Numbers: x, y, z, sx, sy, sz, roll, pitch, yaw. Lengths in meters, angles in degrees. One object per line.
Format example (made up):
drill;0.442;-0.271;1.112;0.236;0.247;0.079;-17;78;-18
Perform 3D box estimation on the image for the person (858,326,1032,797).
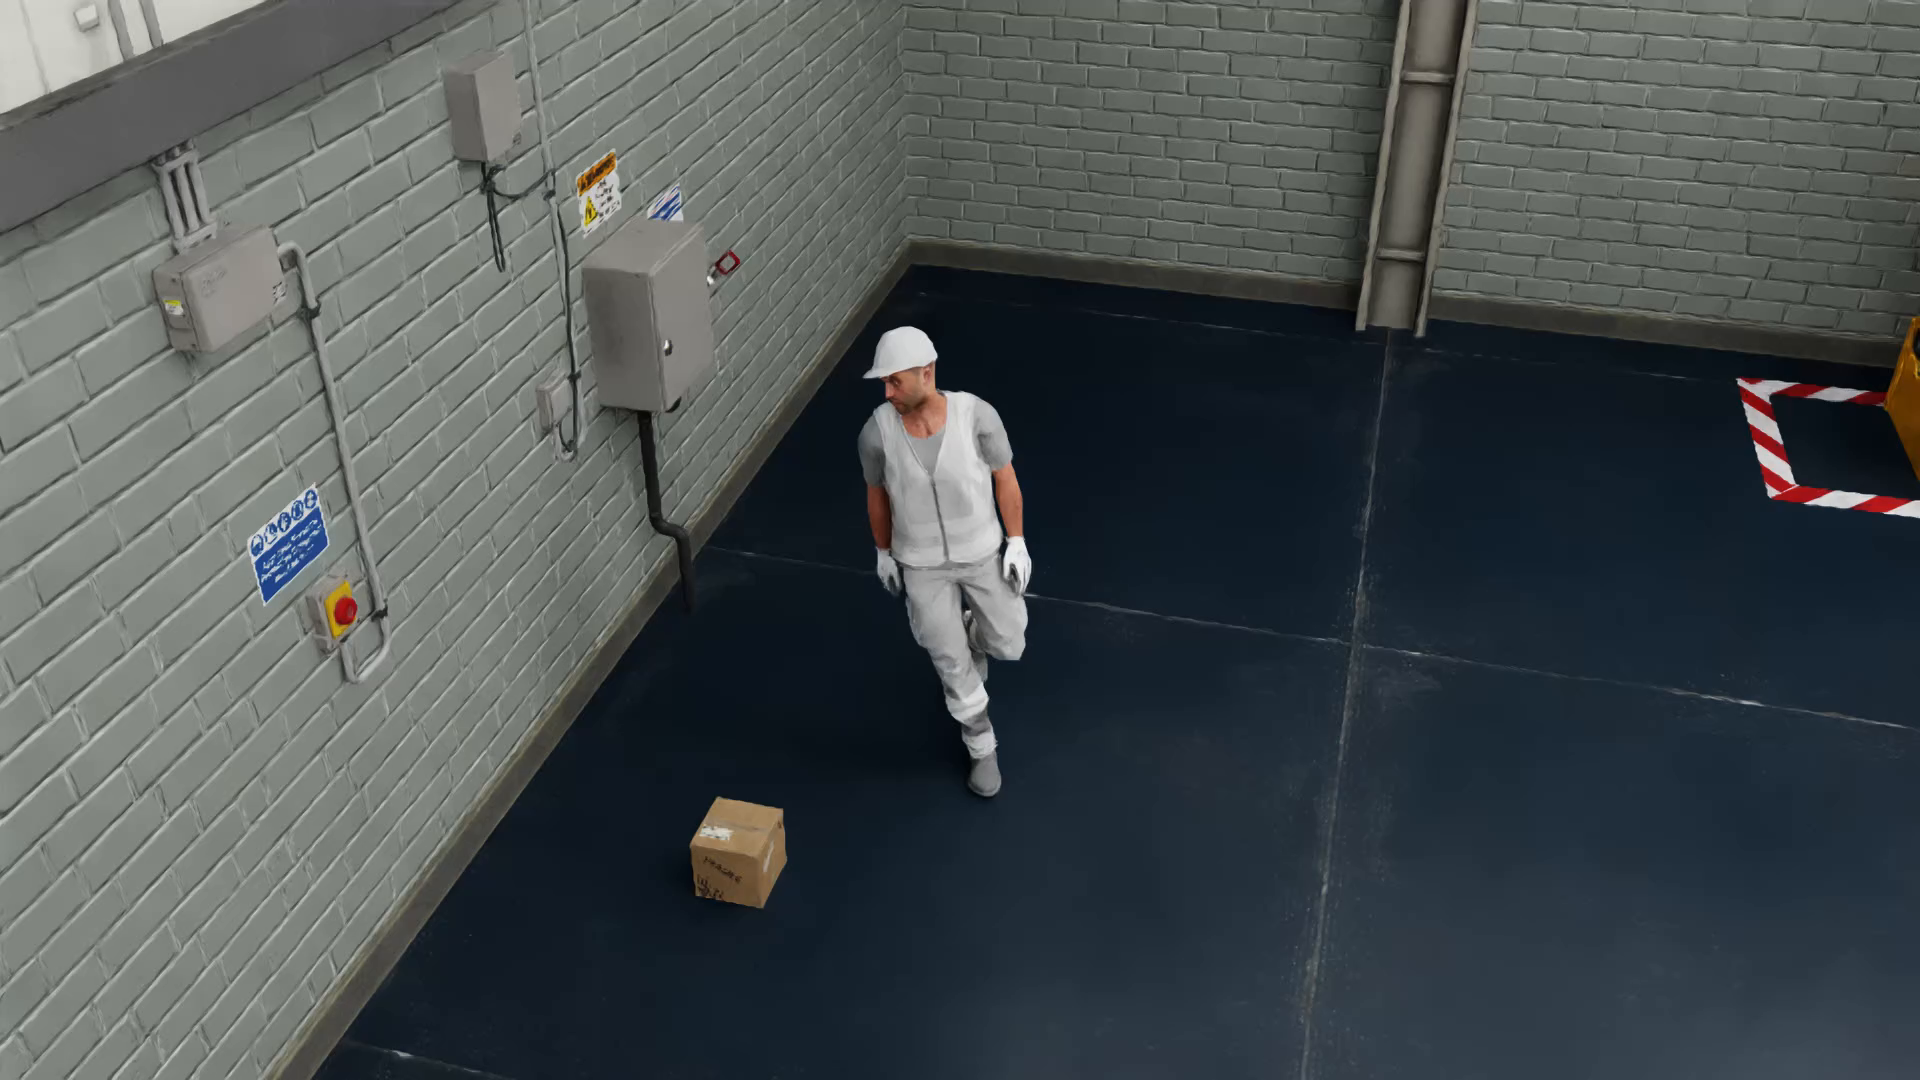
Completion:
person;-0.051;0.052;6.086;0.616;1.733;0.775;-2;33;-2
